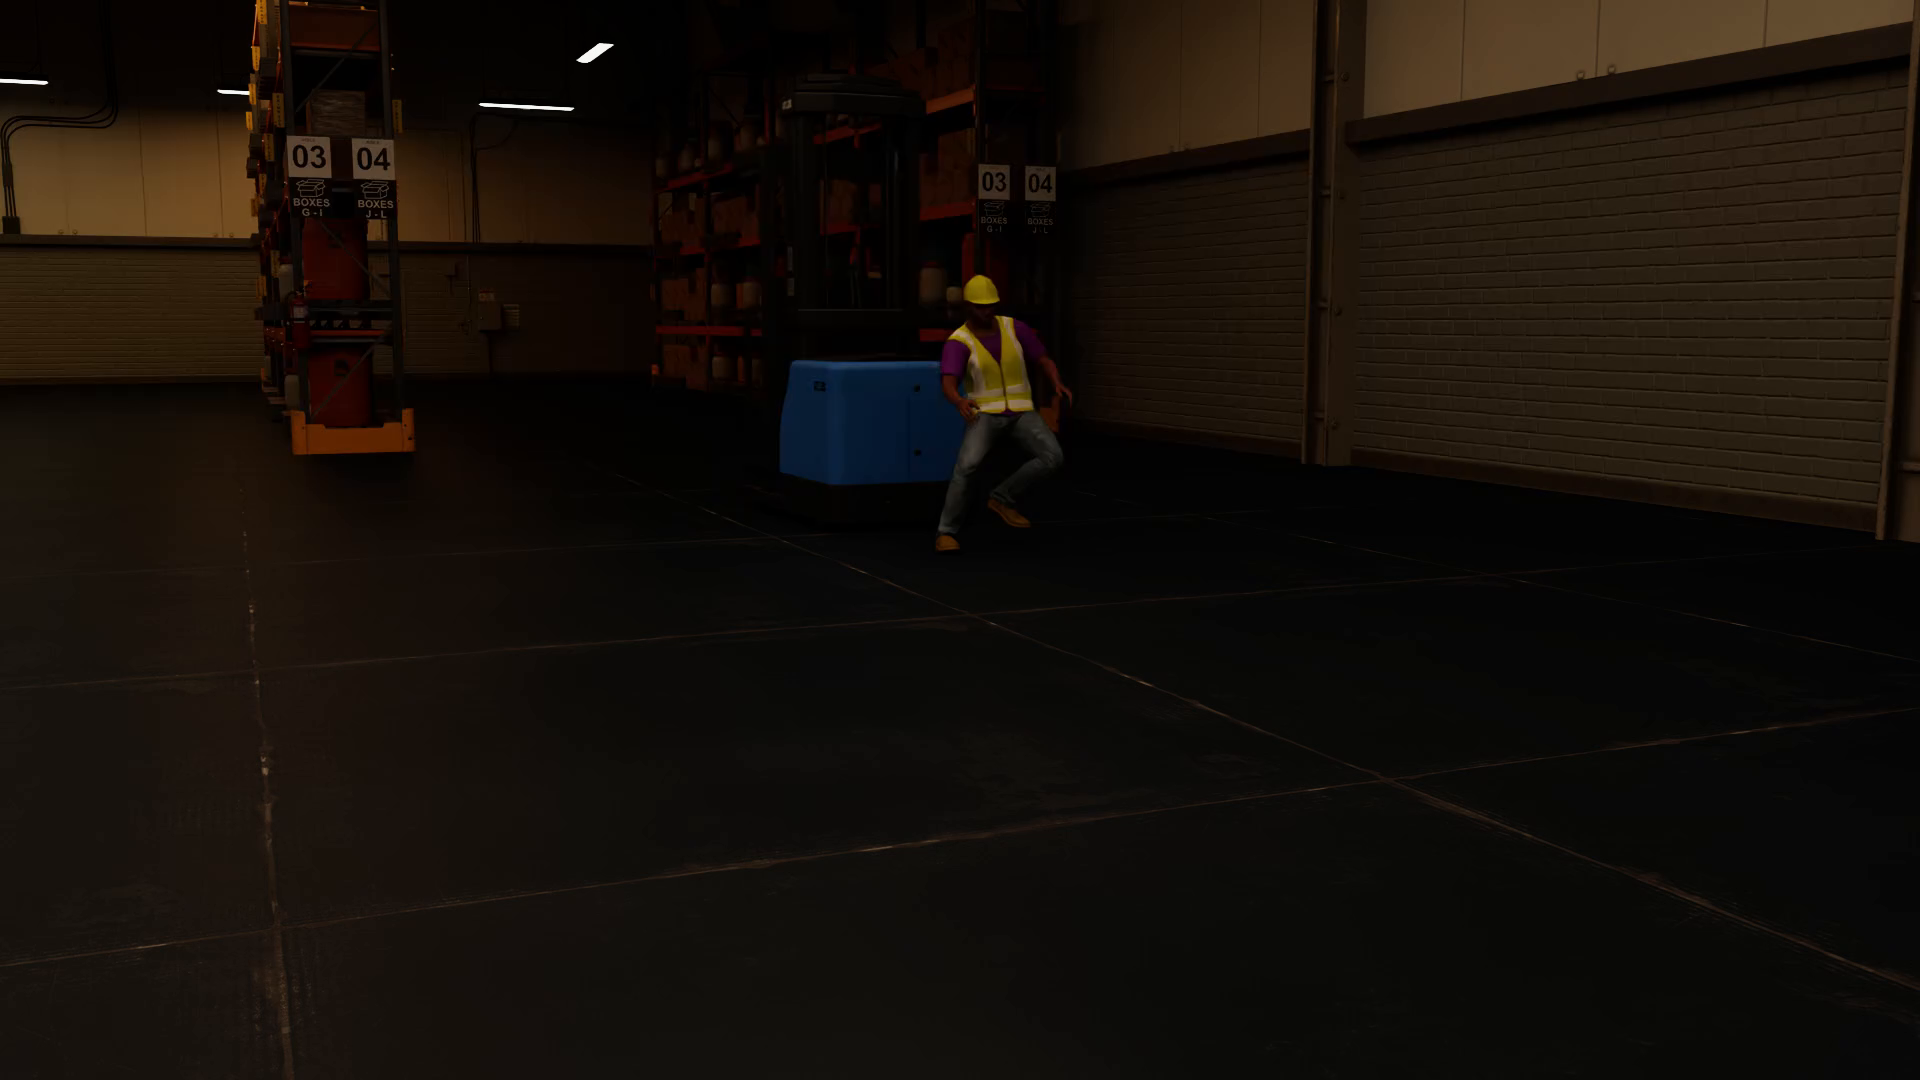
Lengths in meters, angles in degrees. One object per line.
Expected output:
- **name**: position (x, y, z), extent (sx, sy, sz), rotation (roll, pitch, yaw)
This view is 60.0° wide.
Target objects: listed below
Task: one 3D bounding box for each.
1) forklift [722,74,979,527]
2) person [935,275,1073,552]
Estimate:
- **forklift**: position (-0.945, -1.687, 11.739), extent (1.130, 2.935, 3.031), rotation (-3, 8, -24)
- **person**: position (0.227, -0.746, 9.732), extent (0.856, 1.600, 0.746), rotation (-2, 8, -16)
